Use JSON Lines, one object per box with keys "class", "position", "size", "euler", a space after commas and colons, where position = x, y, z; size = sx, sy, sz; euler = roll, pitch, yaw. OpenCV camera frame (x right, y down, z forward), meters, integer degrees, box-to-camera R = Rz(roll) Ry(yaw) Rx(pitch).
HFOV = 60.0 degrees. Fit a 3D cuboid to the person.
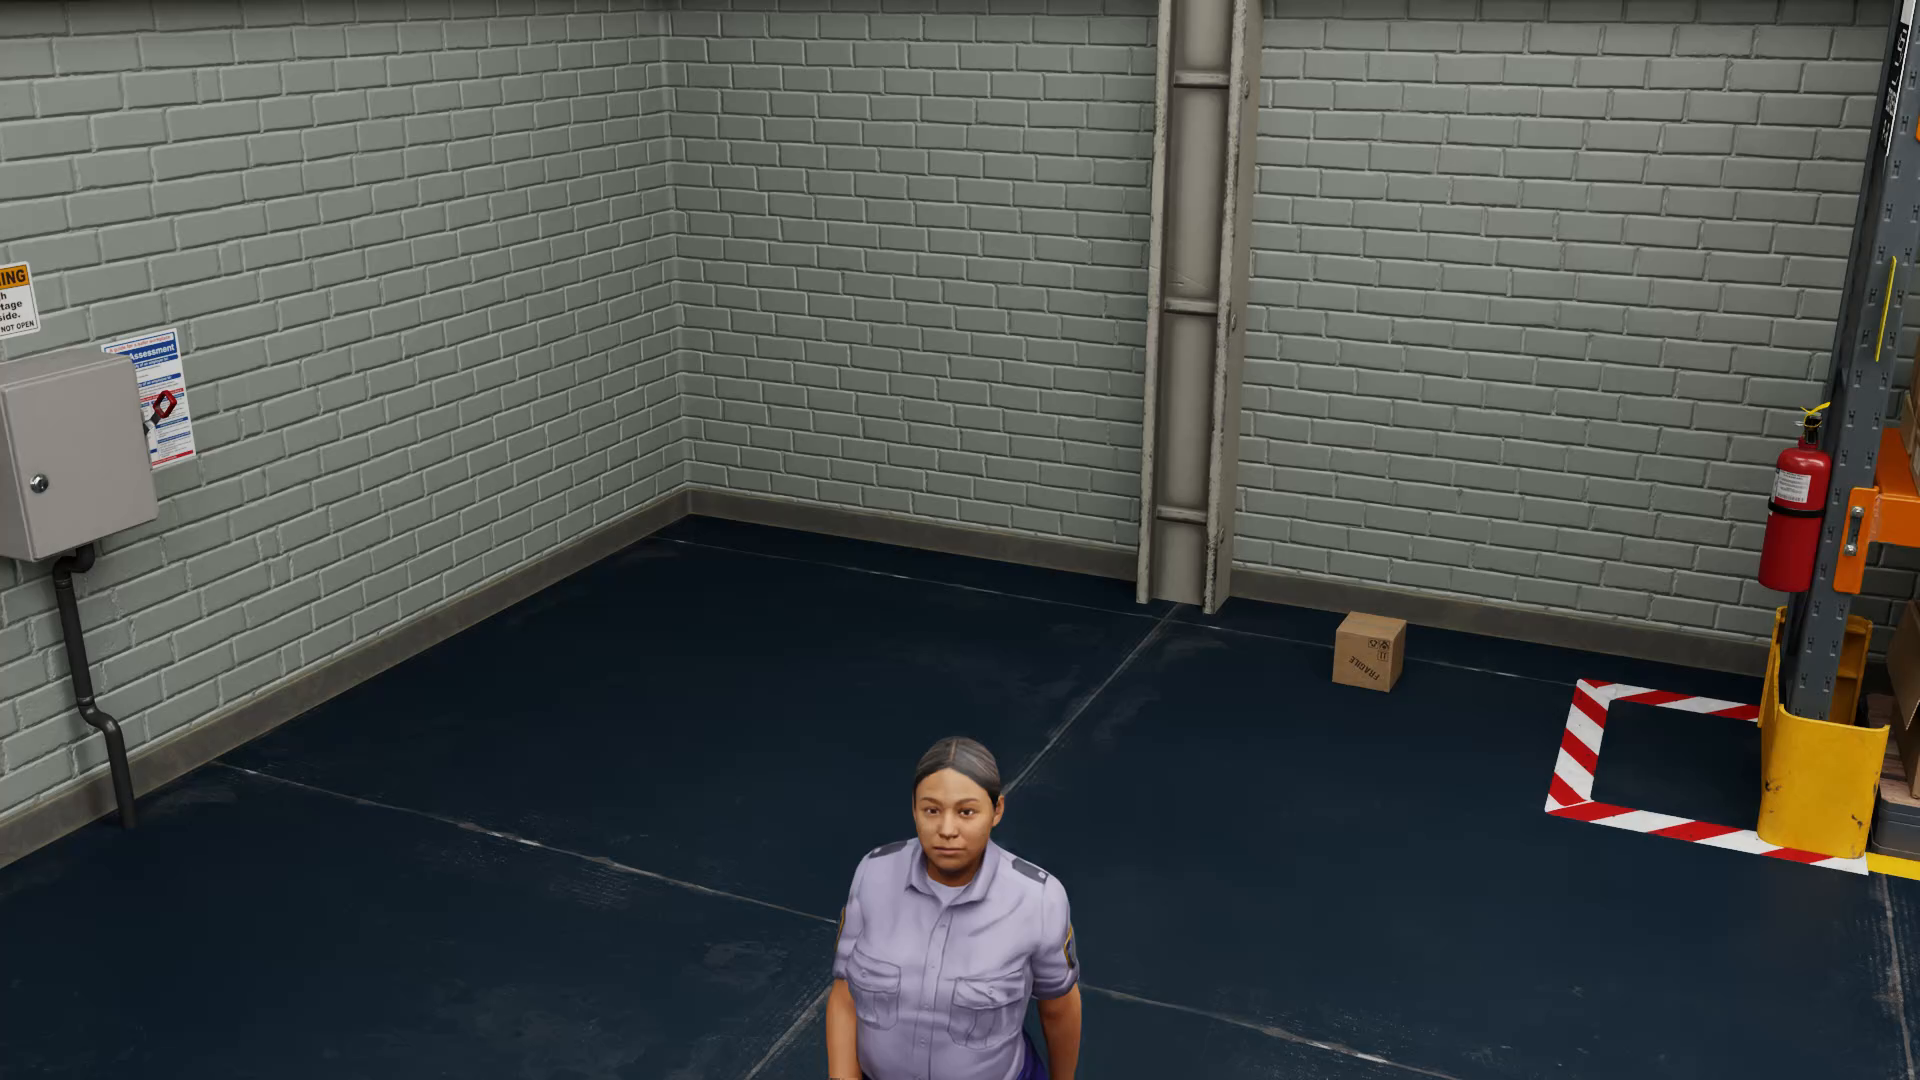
{"class": "person", "position": [-0.020, 1.133, 3.337], "size": [0.464, 1.591, 1.013], "euler": [8, 21, 21]}
